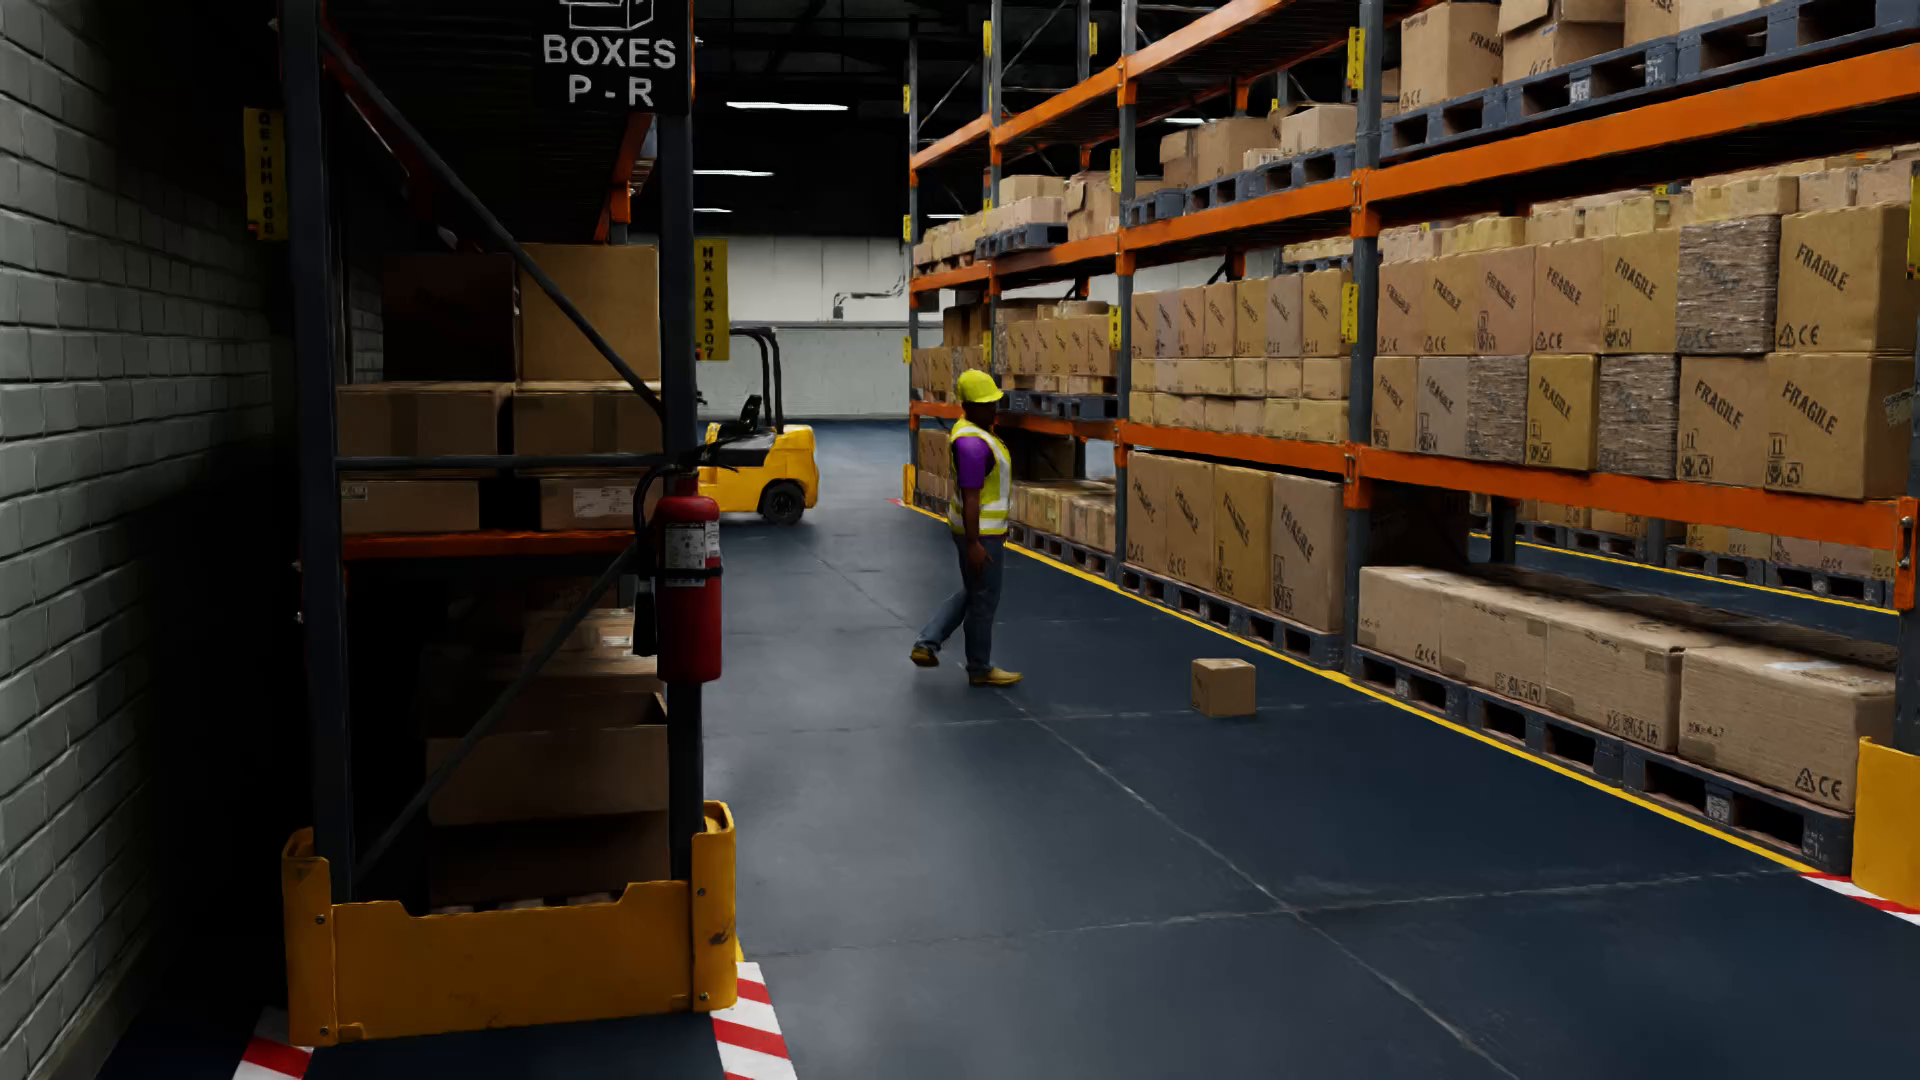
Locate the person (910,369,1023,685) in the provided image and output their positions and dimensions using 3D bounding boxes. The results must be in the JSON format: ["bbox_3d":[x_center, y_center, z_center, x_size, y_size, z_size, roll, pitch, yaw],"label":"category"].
[{"bbox_3d":[0.048,-0.050,8.967,0.622,1.738,0.622,-1,6,-9],"label":"person"}]
